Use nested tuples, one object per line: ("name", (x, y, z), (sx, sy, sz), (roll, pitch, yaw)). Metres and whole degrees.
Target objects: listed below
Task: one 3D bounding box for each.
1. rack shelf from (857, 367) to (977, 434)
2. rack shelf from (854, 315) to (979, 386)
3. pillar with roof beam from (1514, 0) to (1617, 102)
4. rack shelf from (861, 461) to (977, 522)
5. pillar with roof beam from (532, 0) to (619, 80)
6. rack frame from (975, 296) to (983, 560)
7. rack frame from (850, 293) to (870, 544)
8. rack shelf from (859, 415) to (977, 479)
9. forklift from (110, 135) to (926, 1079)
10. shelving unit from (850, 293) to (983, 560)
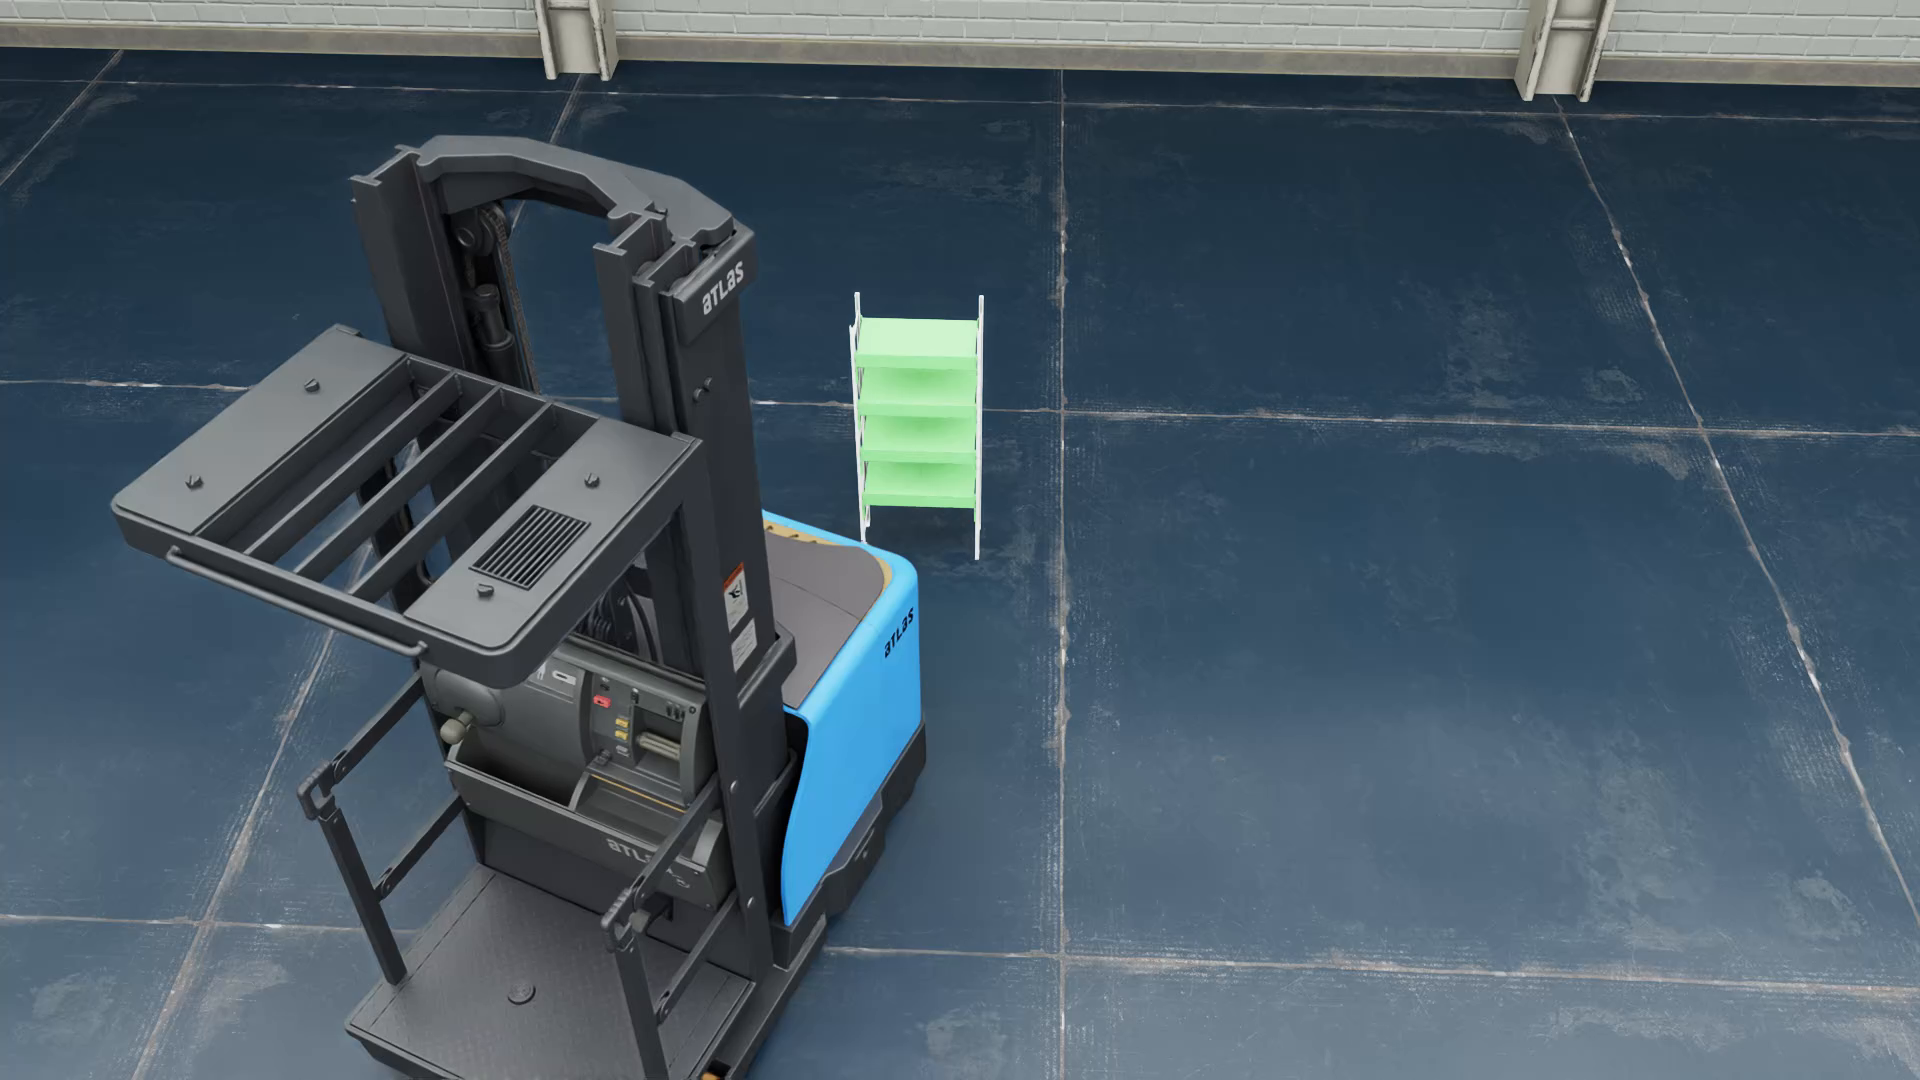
("rack shelf", (-0.165, -0.573, 6.726), (0.480, 0.148, 0.258), (2, 43, 2))
("rack shelf", (-0.165, -0.749, 6.563), (0.480, 0.148, 0.258), (2, 43, 2))
("pillar with roof beam", (3.439, -3.137, 4.016), (0.400, 9.000, 9.100), (2, 43, 2))
("rack shelf", (-0.165, -0.222, 7.054), (0.480, 0.148, 0.258), (2, 43, 2))
("pillar with roof beam", (-2.555, -3.322, 4.214), (0.400, 9.000, 9.100), (2, 43, 2))
("rack frame", (0.078, -0.437, 6.838), (0.015, 1.200, 0.240), (2, 43, 2))
("rack frame", (-0.409, -0.452, 6.854), (0.015, 1.200, 0.240), (2, 43, 2))
("rack shelf", (-0.165, -0.397, 6.890), (0.480, 0.148, 0.258), (2, 43, 2))
("forklift", (-1.215, 0.550, 4.509), (1.130, 2.935, 3.031), (18, 46, 18))
("shelving unit", (-0.165, -0.444, 6.846), (0.503, 1.200, 0.258), (2, 43, 2))
